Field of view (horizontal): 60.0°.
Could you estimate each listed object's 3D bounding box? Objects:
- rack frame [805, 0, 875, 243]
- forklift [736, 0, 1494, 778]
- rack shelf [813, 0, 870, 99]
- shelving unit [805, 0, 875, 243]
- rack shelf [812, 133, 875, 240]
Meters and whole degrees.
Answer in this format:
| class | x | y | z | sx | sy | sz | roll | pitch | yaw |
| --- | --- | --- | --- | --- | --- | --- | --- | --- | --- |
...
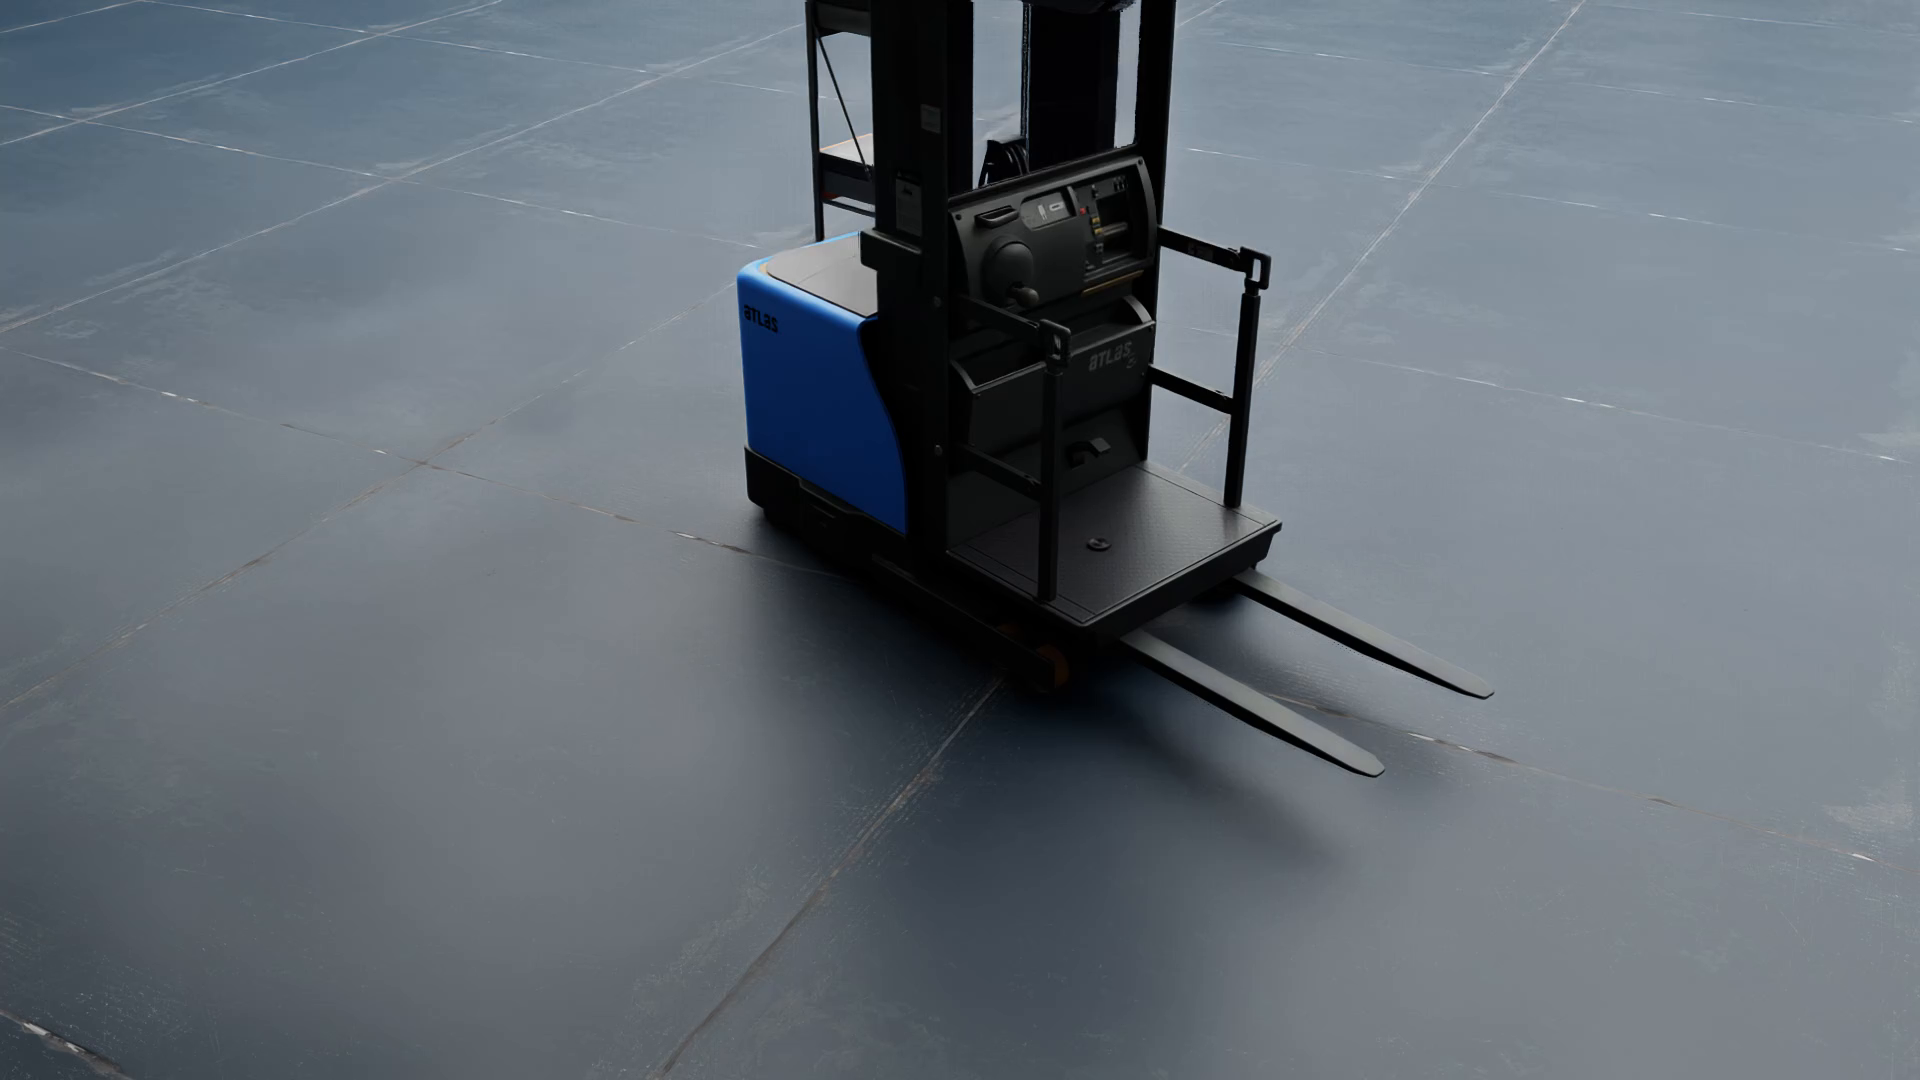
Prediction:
| class | x | y | z | sx | sy | sz | roll | pitch | yaw |
| --- | --- | --- | --- | --- | --- | --- | --- | --- | --- |
| rack frame | -0.478 | -1.416 | 7.108 | 0.400 | 2.100 | 0.015 | 23 | 37 | 35 |
| forklift | 0.481 | -1.025 | 5.592 | 1.130 | 2.935 | 3.031 | -25 | 38 | -36 |
| rack shelf | -0.319 | -2.103 | 6.926 | 0.431 | 0.518 | 0.480 | 23 | 37 | 35 |
| shelving unit | -0.319 | -1.508 | 7.268 | 0.431 | 2.100 | 0.503 | 23 | 37 | 35 |
| rack shelf | -0.319 | -1.496 | 7.274 | 0.431 | 0.518 | 0.480 | 23 | 37 | 35 |
